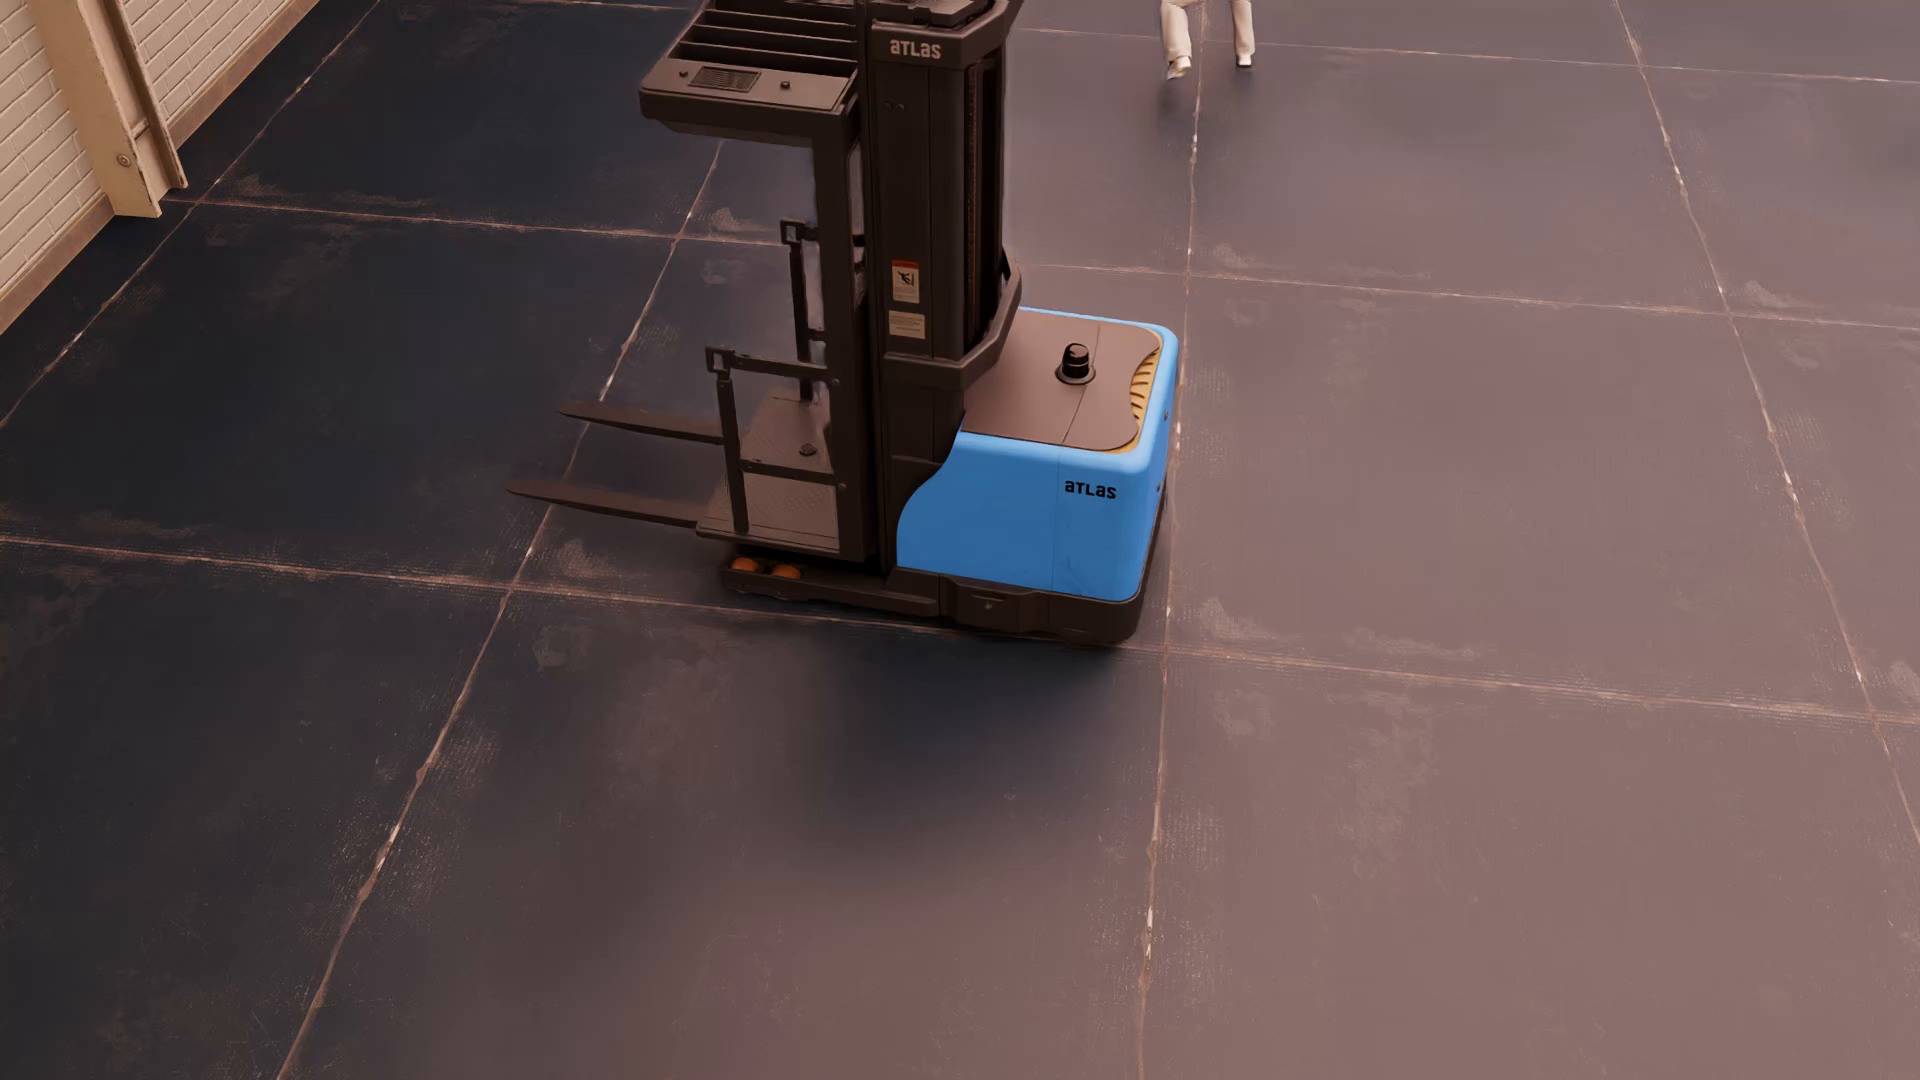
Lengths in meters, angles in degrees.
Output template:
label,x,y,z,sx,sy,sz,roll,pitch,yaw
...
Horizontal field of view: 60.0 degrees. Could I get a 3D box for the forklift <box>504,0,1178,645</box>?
label,x,y,z,sx,sy,sz,roll,pitch,yaw
forklift,-0.600,-1.143,6.968,3.031,2.935,1.130,9,43,10

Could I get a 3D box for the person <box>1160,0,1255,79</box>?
label,x,y,z,sx,sy,sz,roll,pitch,yaw
person,1.780,-3.756,10.886,1.025,1.552,0.501,-19,46,-20
